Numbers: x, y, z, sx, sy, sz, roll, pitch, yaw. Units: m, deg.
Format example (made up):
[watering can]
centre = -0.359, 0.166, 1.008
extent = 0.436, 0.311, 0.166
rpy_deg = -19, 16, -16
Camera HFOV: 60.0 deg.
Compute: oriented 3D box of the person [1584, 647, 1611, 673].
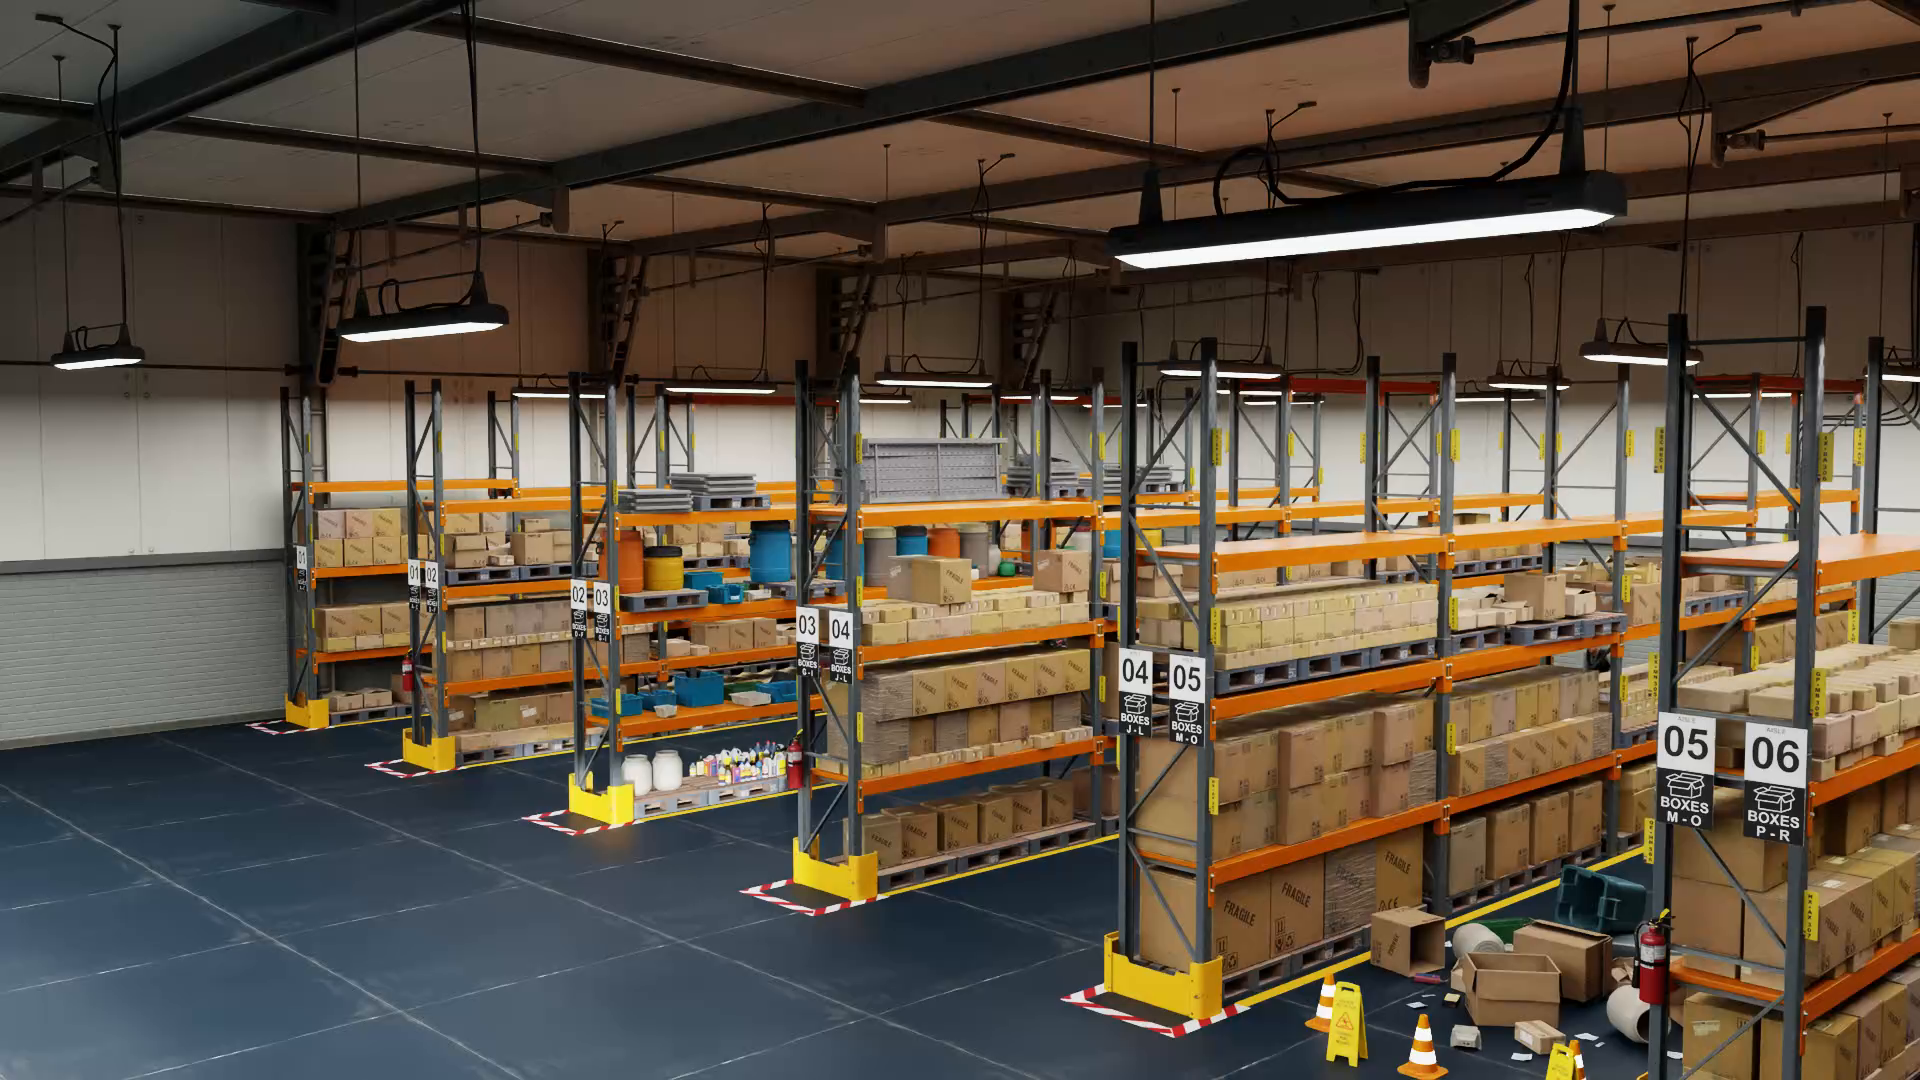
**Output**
[person]
centre = 11.523, 2.503, 29.774
extent = 1.015, 1.530, 0.664
rpy_deg = -3, 5, -42
